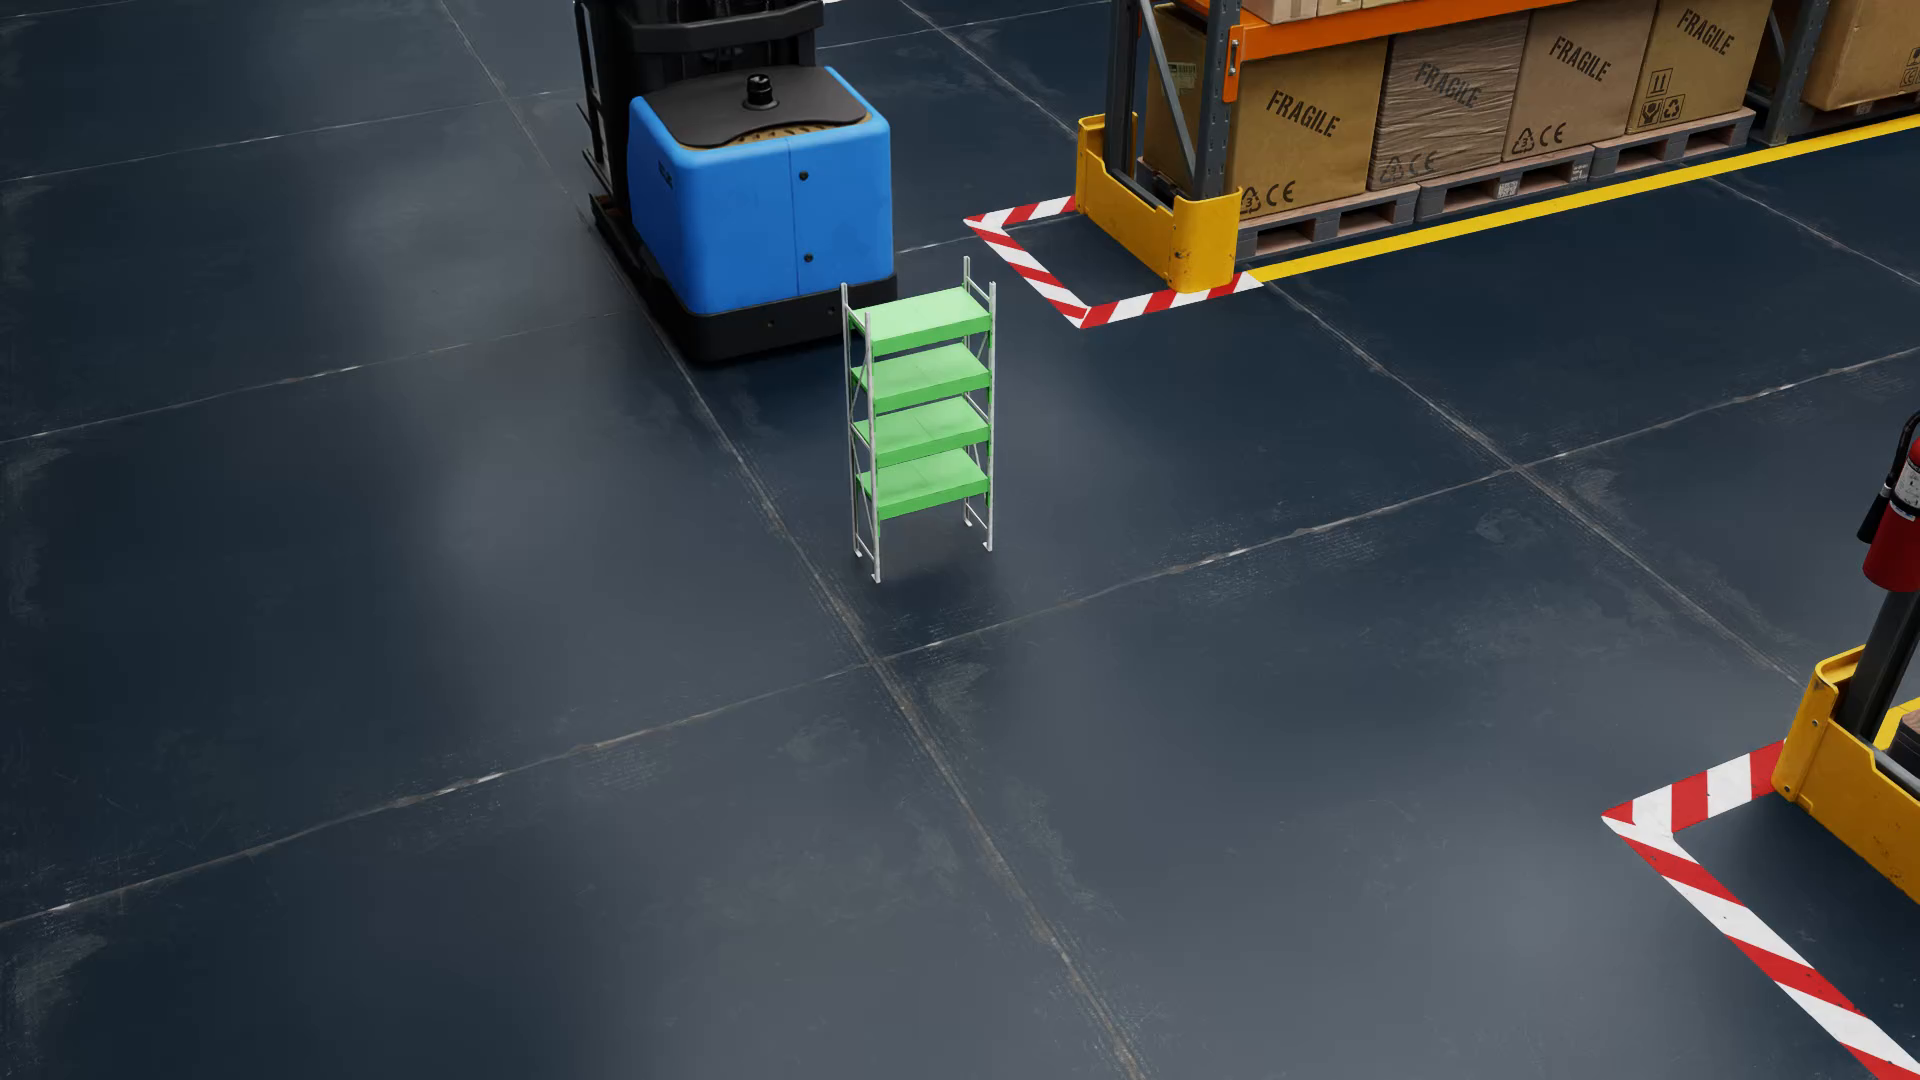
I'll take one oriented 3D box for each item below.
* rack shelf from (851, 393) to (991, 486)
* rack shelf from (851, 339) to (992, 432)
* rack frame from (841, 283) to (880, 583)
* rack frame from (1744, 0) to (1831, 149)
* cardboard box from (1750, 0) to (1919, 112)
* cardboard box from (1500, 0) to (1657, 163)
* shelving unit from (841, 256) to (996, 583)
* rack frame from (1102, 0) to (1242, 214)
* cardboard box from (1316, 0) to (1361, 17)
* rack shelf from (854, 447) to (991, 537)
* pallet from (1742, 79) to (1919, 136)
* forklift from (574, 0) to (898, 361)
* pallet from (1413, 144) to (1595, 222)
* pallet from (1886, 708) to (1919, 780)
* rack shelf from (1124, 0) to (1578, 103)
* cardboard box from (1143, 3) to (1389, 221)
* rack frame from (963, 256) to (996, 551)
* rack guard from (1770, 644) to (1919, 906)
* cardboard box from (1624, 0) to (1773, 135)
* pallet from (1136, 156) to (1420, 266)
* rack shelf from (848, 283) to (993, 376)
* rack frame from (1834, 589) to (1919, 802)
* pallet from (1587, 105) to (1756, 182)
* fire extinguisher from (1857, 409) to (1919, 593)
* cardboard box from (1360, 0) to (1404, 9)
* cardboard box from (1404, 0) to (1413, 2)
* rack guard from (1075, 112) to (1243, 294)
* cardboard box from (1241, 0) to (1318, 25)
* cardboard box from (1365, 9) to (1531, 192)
[{"bbox_3d":[-0.150,-0.389,6.374,0.480,0.148,0.258,-16,39,-20],"label":"rack shelf"},{"bbox_3d":[-0.150,-0.581,6.231,0.480,0.148,0.258,-16,39,-20],"label":"rack shelf"},{"bbox_3d":[-0.371,-0.378,6.253,0.015,1.200,0.240,-16,39,-20],"label":"rack frame"},{"bbox_3d":[4.664,-3.818,9.379,0.127,3.000,1.000,-16,39,-20],"label":"rack frame"},{"bbox_3d":[5.235,-3.306,10.120,0.875,0.875,1.225,-15,39,-20],"label":"cardboard box"},{"bbox_3d":[3.217,-2.781,9.413,0.875,0.875,0.875,-16,39,-20],"label":"cardboard box"},{"bbox_3d":[-0.150,-0.440,6.336,0.503,1.200,0.258,-16,39,-20],"label":"shelving unit"},{"bbox_3d":[1.043,-2.805,8.014,0.127,3.000,1.000,-16,39,-20],"label":"rack frame"},{"bbox_3d":[1.736,-2.682,8.059,0.250,0.149,0.380,-16,40,-21],"label":"cardboard box"},{"bbox_3d":[-0.150,-0.196,6.517,0.480,0.148,0.258,-16,39,-20],"label":"rack shelf"},{"bbox_3d":[5.330,-2.934,10.528,1.213,0.211,1.003,-16,39,-20],"label":"pallet"},{"bbox_3d":[-1.361,-2.884,8.178,1.130,2.935,3.031,-15,39,-19],"label":"forklift"},{"bbox_3d":[2.836,-2.236,9.588,1.213,0.211,1.003,-16,39,-20],"label":"pallet"},{"bbox_3d":[3.910,0.798,5.497,1.213,0.211,1.003,-16,39,-20],"label":"pallet"},{"bbox_3d":[2.853,-3.022,8.911,4.000,0.370,1.077,-16,39,-20],"label":"rack shelf"},{"bbox_3d":[1.588,-2.326,8.798,0.875,0.875,0.875,-16,39,-20],"label":"cardboard box"},{"bbox_3d":[0.071,-0.502,6.419,0.015,1.200,0.240,-16,39,-20],"label":"rack frame"},{"bbox_3d":[3.131,0.883,5.140,0.348,0.500,1.175,-16,39,-20],"label":"rack guard"},{"bbox_3d":[4.032,-3.009,9.720,0.875,0.875,0.875,-16,39,-20],"label":"cardboard box"},{"bbox_3d":[1.733,-1.930,9.175,1.213,0.211,1.003,-16,39,-20],"label":"pallet"},{"bbox_3d":[-0.150,-0.774,6.088,0.480,0.148,0.258,-16,39,-20],"label":"rack shelf"},{"bbox_3d":[3.147,-0.134,4.413,0.127,3.000,1.000,-16,39,-20],"label":"rack frame"},{"bbox_3d":[3.942,-2.547,10.007,1.213,0.211,1.003,-16,39,-20],"label":"pallet"},{"bbox_3d":[2.818,-0.160,4.826,0.183,0.674,0.296,-16,39,-20],"label":"fire extinguisher"},{"bbox_3d":[1.968,-2.747,8.146,0.250,0.149,0.380,-17,40,-21],"label":"cardboard box"},{"bbox_3d":[2.203,-2.813,8.236,0.250,0.149,0.380,-16,40,-21],"label":"cardboard box"},{"bbox_3d":[1.021,-1.795,8.751,0.348,0.500,1.175,-16,39,-20],"label":"rack guard"},{"bbox_3d":[1.504,-2.616,7.970,0.250,0.149,0.380,-15,39,-19],"label":"cardboard box"},{"bbox_3d":[2.412,-2.556,9.109,0.875,0.875,0.875,-16,39,-20],"label":"cardboard box"}]
